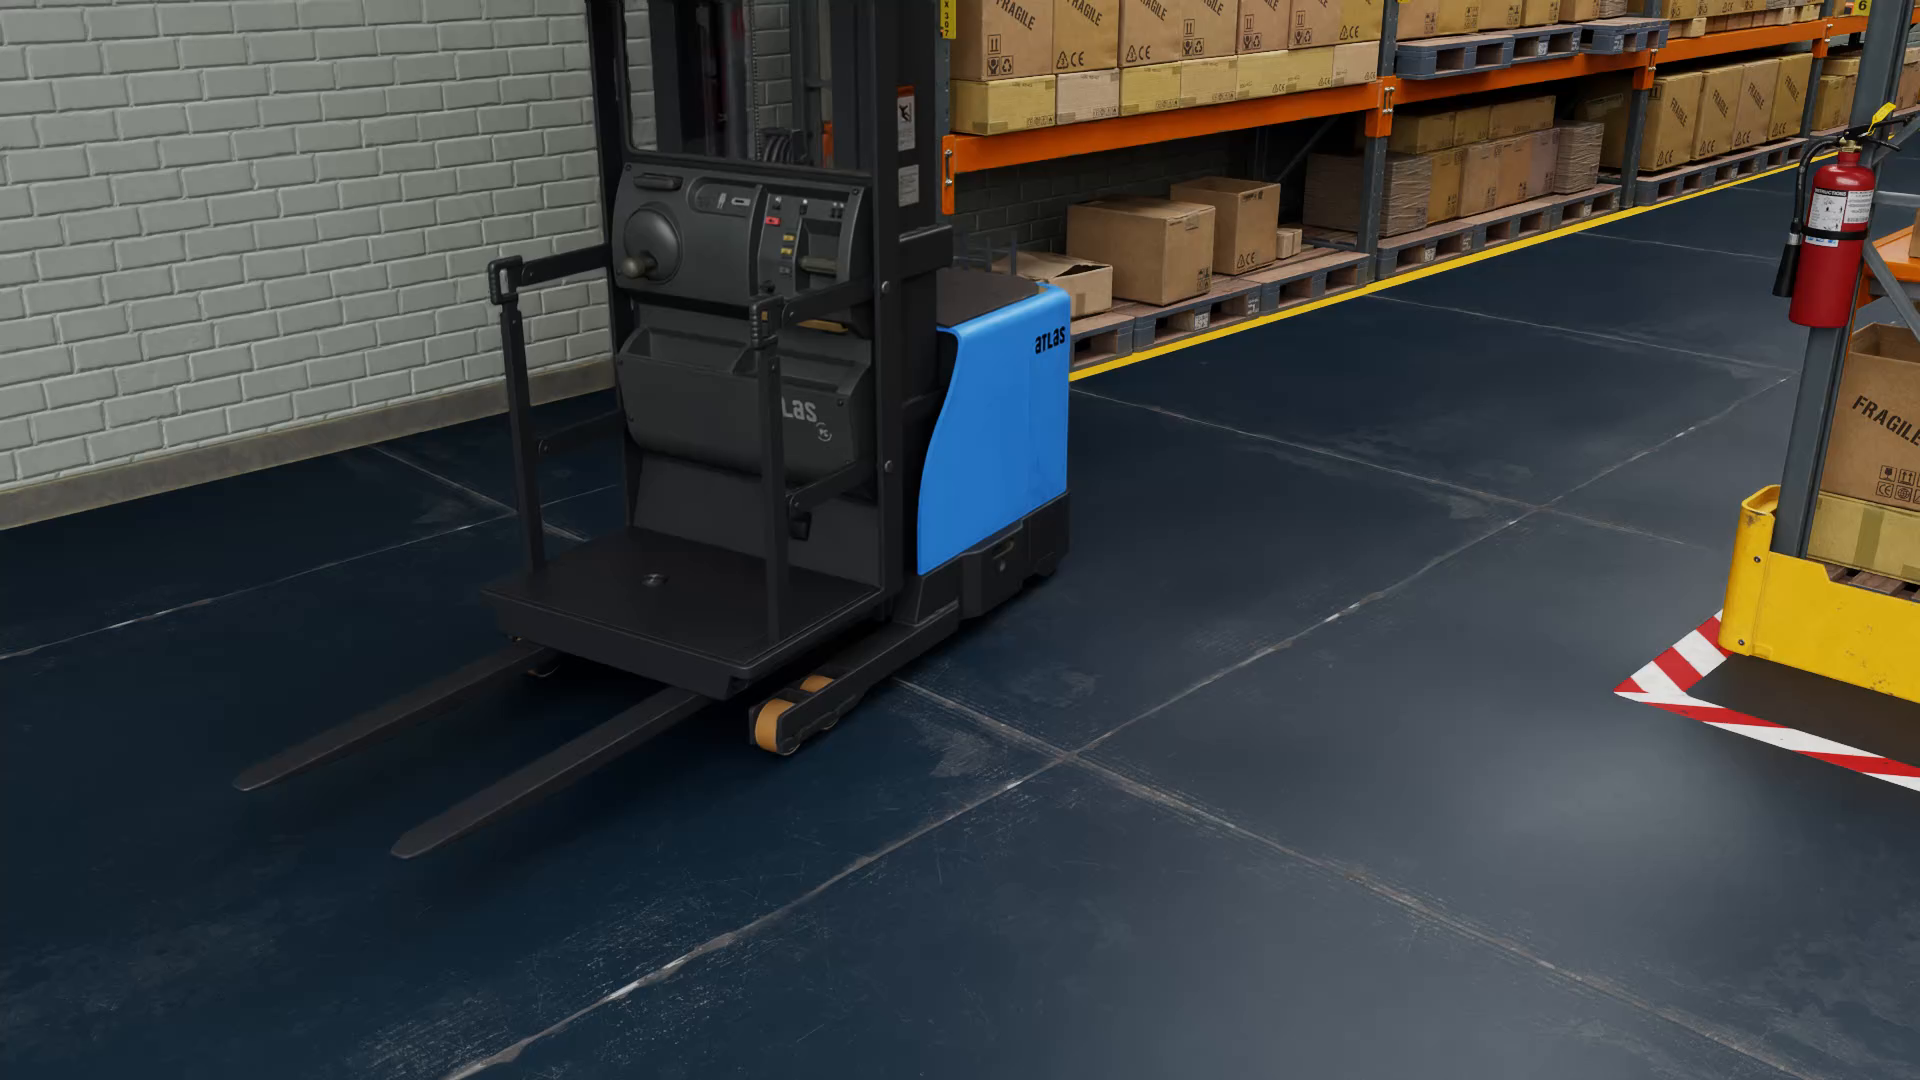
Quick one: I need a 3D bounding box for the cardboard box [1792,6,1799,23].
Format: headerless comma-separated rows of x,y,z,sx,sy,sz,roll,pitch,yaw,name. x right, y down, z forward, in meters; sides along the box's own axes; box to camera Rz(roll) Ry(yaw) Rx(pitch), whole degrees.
7.520,-4.879,15.411,0.250,0.149,0.380,-19,28,-40,cardboard box

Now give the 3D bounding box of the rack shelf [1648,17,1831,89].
6.530,-4.421,14.899,1.077,0.370,4.000,19,28,41,rack shelf

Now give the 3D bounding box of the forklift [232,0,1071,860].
-0.799,-0.922,4.888,1.130,2.935,3.031,13,24,30,forklift

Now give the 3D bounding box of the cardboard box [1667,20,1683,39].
5.712,-4.224,13.706,0.250,0.149,0.380,-20,29,-41,cardboard box

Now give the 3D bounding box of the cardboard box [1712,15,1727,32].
6.408,-4.499,14.422,0.250,0.149,0.380,-20,28,-41,cardboard box

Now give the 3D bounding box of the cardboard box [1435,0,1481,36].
3.118,-3.731,11.348,0.500,0.500,0.700,-17,27,-37,cardboard box

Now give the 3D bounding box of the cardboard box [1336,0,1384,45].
2.236,-3.305,10.129,0.500,0.500,0.500,19,28,41,cardboard box

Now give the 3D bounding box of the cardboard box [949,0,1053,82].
0.102,-2.523,8.095,0.500,0.500,0.500,19,28,41,cardboard box

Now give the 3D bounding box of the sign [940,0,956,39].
-0.058,-2.455,7.574,0.100,0.325,0.005,19,28,41,sign

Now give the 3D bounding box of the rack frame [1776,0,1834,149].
7.925,-5.271,16.108,1.000,3.000,0.127,19,28,41,rack frame

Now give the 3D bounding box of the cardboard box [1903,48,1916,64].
10.162,-5.282,18.130,0.250,0.149,0.380,-19,28,-41,cardboard box

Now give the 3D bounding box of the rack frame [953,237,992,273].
0.015,-0.575,6.398,0.240,1.200,0.006,13,24,30,rack frame

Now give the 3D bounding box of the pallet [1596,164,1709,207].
5.738,-3.125,14.411,1.003,0.211,1.213,19,28,41,pallet

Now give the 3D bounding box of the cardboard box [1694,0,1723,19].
6.029,-4.631,13.860,0.500,0.500,0.500,-19,28,-40,cardboard box

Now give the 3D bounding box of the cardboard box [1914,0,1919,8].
9.867,-6.116,17.888,0.980,0.700,0.700,19,28,40,cardboard box

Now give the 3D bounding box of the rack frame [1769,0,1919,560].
3.105,-0.948,4.859,1.000,3.000,0.127,19,28,41,rack frame

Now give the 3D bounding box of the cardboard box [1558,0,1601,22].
4.443,-4.221,12.623,0.700,0.500,0.500,16,26,36,cardboard box

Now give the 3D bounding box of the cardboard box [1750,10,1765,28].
6.974,-4.690,14.918,0.380,0.149,0.250,18,28,39,cardboard box

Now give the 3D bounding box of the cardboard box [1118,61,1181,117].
0.833,-2.438,8.919,0.500,0.250,0.500,19,28,40,cardboard box

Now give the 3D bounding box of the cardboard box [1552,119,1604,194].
4.669,-3.083,13.287,0.500,0.500,0.700,-20,29,-41,cardboard box

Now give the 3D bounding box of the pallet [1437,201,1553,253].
3.737,-2.429,12.599,1.003,0.211,1.213,19,28,41,pallet

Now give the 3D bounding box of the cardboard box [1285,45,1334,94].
1.877,-2.830,9.939,0.500,0.250,0.500,19,28,41,cardboard box

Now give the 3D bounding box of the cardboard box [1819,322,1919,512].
3.266,-0.423,5.695,0.500,0.500,0.500,19,28,41,cardboard box

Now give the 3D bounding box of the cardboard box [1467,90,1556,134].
4.227,-3.303,12.812,0.500,0.250,0.500,-20,28,-41,cardboard box

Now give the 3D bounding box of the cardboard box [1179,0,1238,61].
1.170,-2.915,9.113,0.500,0.500,0.500,-19,28,-40,cardboard box

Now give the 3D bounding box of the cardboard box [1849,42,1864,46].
10.242,-5.509,18.720,0.380,0.149,0.250,20,28,41,cardboard box

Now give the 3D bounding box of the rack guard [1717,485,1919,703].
3.089,0.225,5.291,1.175,0.500,0.348,19,28,41,rack guard

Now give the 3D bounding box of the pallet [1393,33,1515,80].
2.981,-3.285,11.208,1.003,0.211,1.213,19,28,41,pallet

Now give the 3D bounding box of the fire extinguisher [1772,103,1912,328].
2.690,-0.997,5.096,0.296,0.674,0.183,19,28,41,fire extinguisher

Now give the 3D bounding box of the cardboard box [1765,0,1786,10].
7.078,-5.024,14.882,0.500,0.500,0.500,19,28,41,cardboard box

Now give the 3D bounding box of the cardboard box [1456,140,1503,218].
3.555,-2.713,12.323,0.700,0.500,0.500,20,28,41,cardboard box

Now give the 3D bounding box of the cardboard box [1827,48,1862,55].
9.538,-5.248,18.043,0.250,0.149,0.380,-20,28,-41,cardboard box

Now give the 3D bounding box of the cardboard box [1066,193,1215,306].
1.046,-1.703,9.695,0.700,0.500,0.500,17,27,37,cardboard box

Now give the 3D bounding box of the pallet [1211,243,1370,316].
1.901,-1.732,10.785,1.003,0.211,1.213,19,28,41,pallet

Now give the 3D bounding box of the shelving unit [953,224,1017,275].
0.064,-0.603,6.470,0.258,1.200,0.189,13,24,30,shelving unit

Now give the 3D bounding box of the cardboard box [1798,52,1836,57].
9.003,-5.051,17.529,0.380,0.149,0.250,20,28,41,cardboard box

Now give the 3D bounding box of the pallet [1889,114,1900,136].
9.362,-4.460,17.885,1.003,0.211,1.213,19,28,41,pallet

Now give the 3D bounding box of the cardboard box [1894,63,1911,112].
9.950,-4.995,18.288,0.700,0.500,0.500,19,28,40,cardboard box

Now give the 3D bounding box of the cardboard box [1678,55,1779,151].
6.947,-4.035,15.302,0.750,0.750,0.750,-19,28,-40,cardboard box

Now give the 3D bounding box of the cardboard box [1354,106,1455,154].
3.150,-2.911,11.792,0.500,0.250,0.500,19,28,40,cardboard box

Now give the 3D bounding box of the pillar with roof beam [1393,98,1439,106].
6.692,-5.848,9.247,9.100,9.000,0.400,19,28,41,pillar with roof beam
